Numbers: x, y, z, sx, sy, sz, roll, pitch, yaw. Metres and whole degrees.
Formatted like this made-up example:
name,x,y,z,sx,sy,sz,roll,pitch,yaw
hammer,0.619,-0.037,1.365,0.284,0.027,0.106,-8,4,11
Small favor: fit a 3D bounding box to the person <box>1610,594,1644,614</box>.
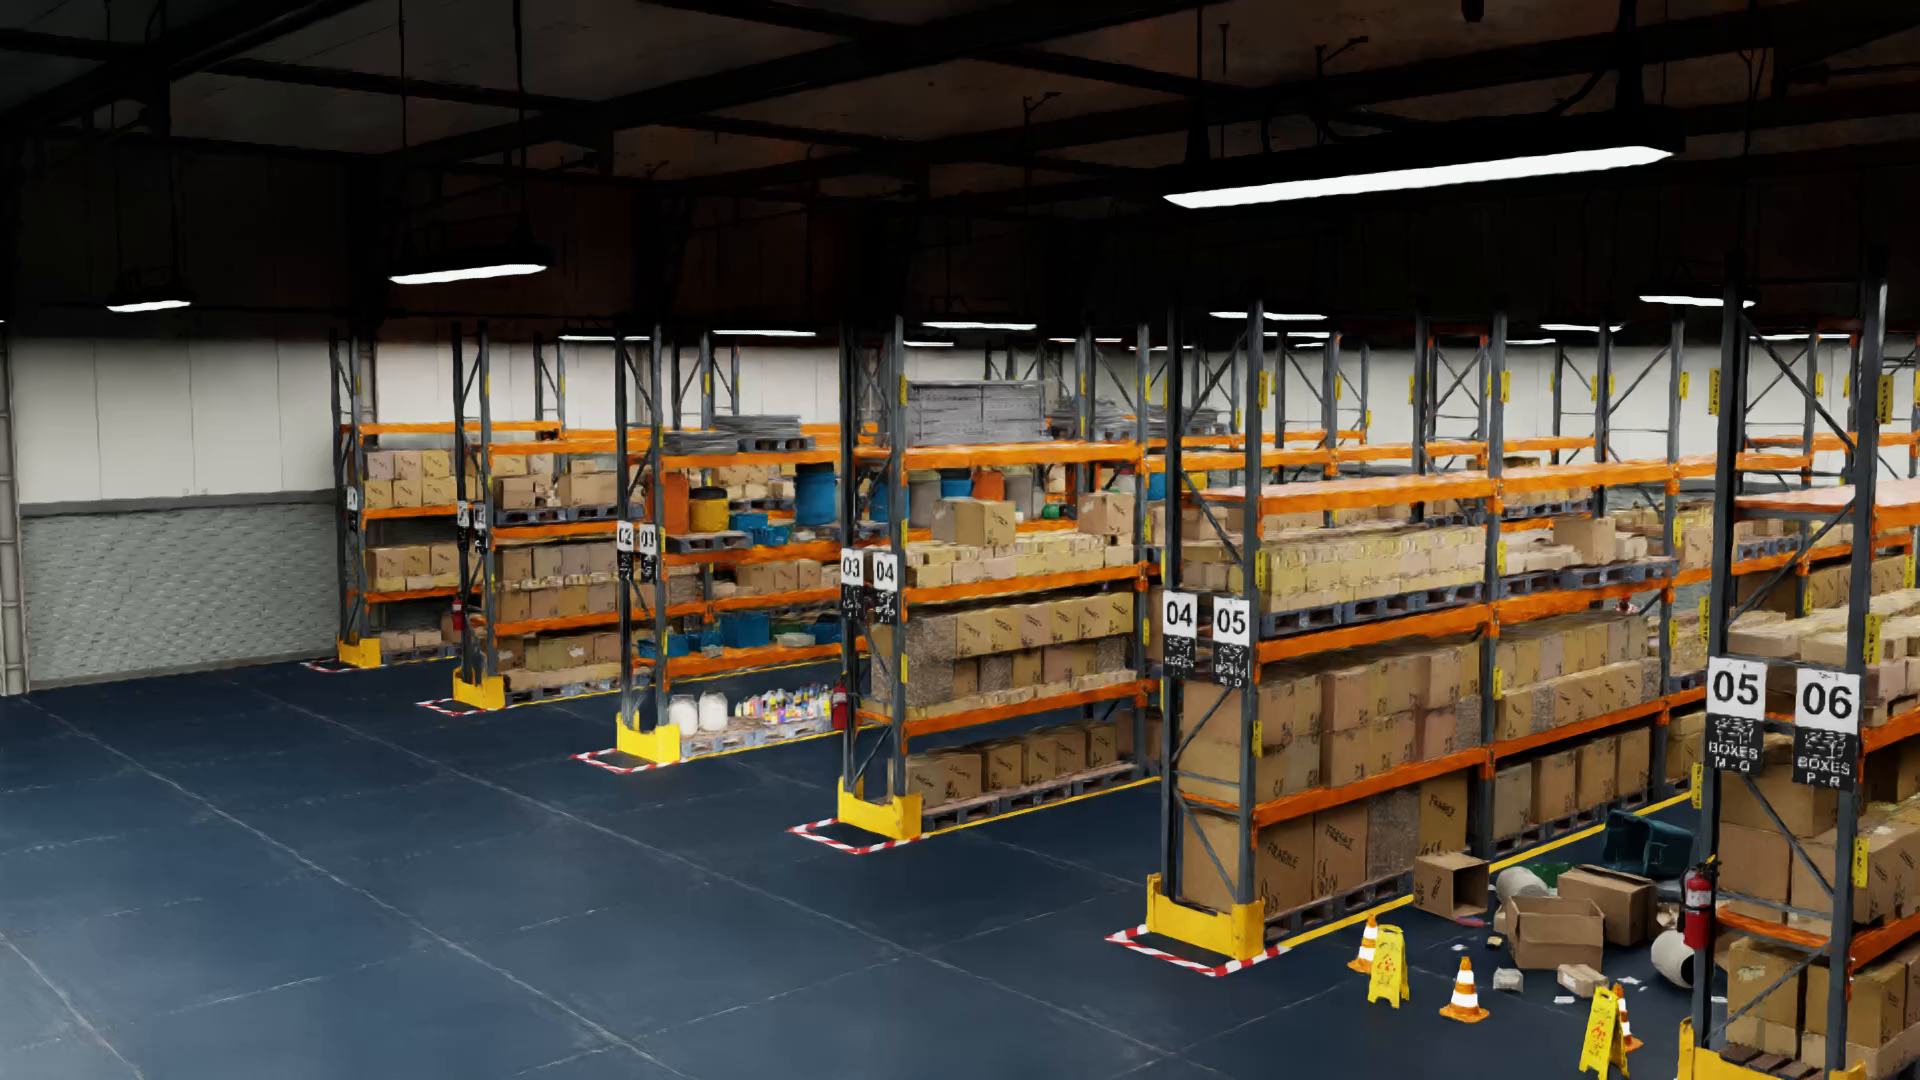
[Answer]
name,x,y,z,sx,sy,sz,roll,pitch,yaw
person,10.762,1.650,26.914,0.551,1.741,0.677,-5,8,-43
